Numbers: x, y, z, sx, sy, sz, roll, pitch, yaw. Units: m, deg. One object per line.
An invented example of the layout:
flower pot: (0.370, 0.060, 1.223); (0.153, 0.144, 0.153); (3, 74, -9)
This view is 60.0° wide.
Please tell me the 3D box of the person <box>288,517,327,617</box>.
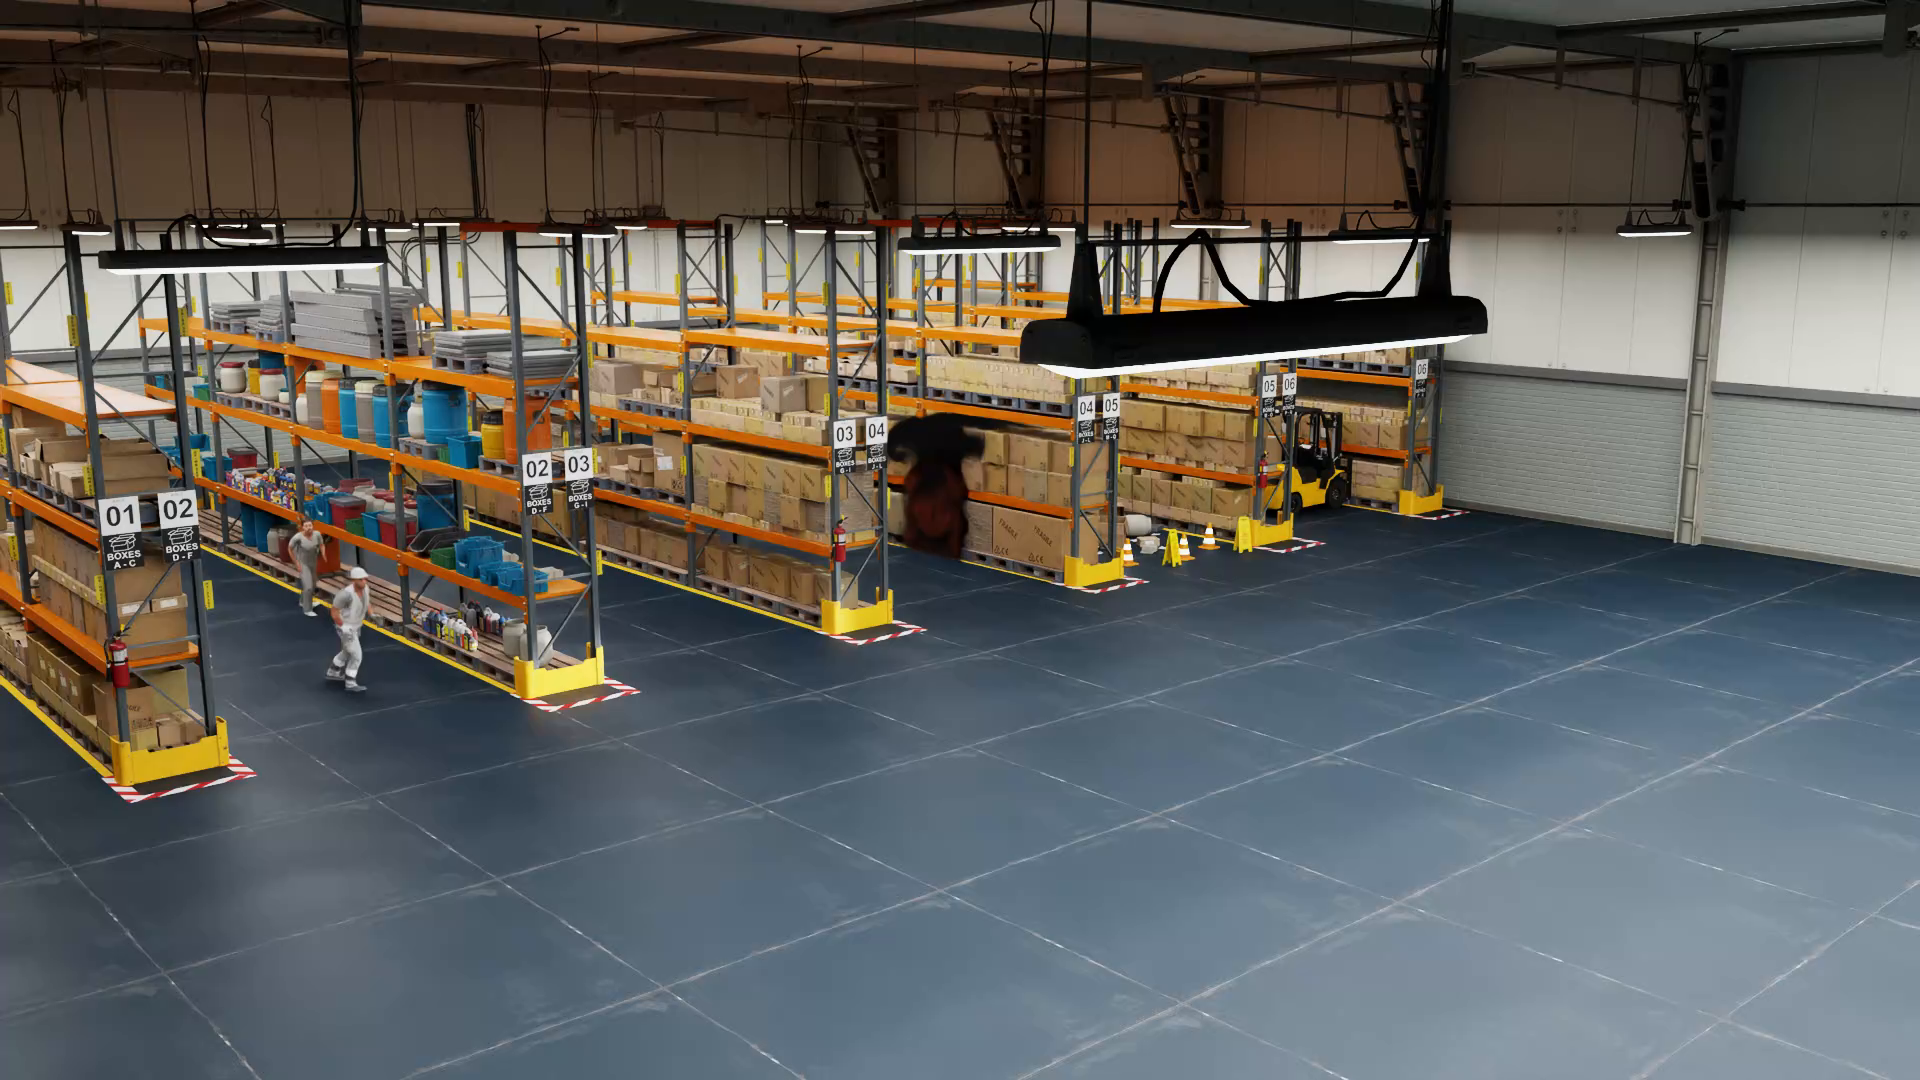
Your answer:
person: (-10.195, 0.389, 25.977); (0.847, 1.591, 0.598); (7, 14, 33)

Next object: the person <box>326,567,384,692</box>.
person: (-8.054, 1.158, 21.881); (0.897, 1.696, 0.669); (2, 12, 9)
